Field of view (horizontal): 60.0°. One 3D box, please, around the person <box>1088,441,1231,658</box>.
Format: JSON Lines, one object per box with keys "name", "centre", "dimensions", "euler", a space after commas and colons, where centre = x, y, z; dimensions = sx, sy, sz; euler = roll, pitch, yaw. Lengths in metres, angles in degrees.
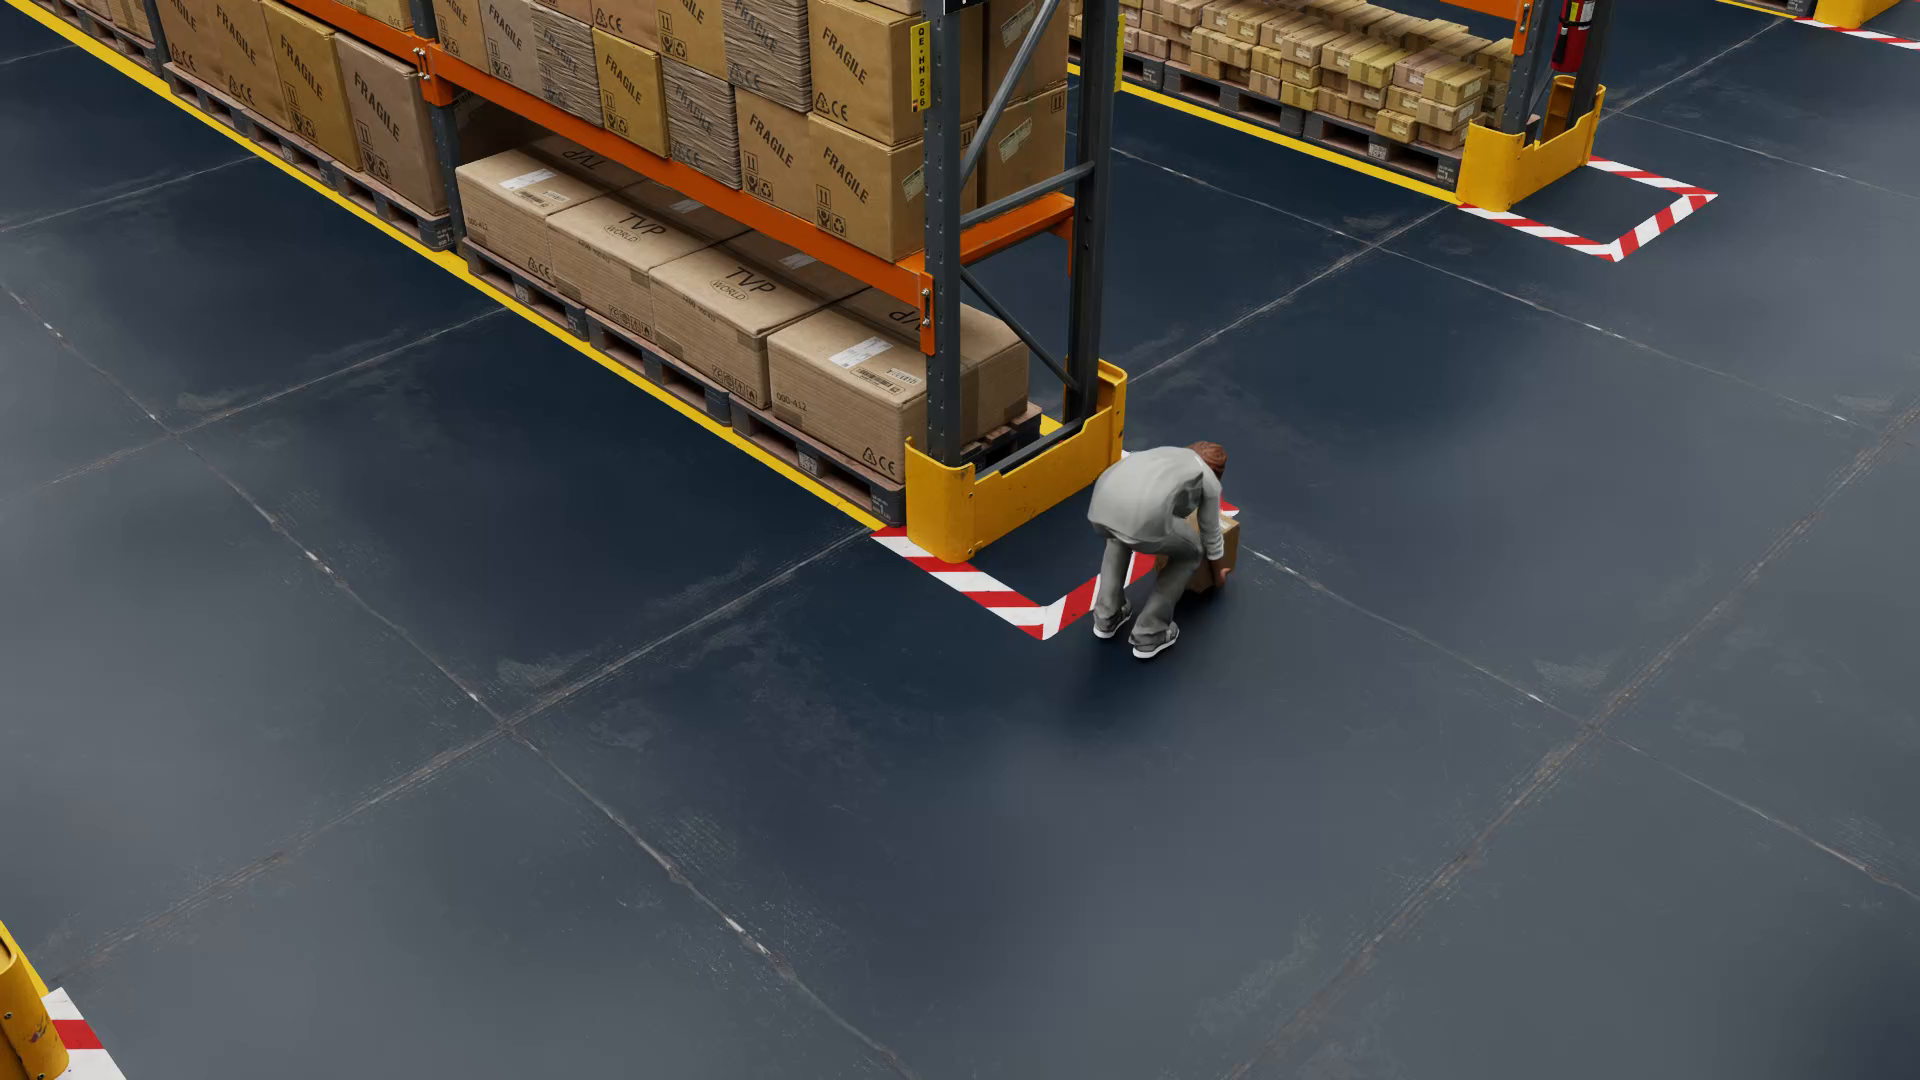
{"name": "person", "centre": [0.820, -0.031, 6.802], "dimensions": [0.421, 0.887, 0.854], "euler": [23, 42, 28]}
